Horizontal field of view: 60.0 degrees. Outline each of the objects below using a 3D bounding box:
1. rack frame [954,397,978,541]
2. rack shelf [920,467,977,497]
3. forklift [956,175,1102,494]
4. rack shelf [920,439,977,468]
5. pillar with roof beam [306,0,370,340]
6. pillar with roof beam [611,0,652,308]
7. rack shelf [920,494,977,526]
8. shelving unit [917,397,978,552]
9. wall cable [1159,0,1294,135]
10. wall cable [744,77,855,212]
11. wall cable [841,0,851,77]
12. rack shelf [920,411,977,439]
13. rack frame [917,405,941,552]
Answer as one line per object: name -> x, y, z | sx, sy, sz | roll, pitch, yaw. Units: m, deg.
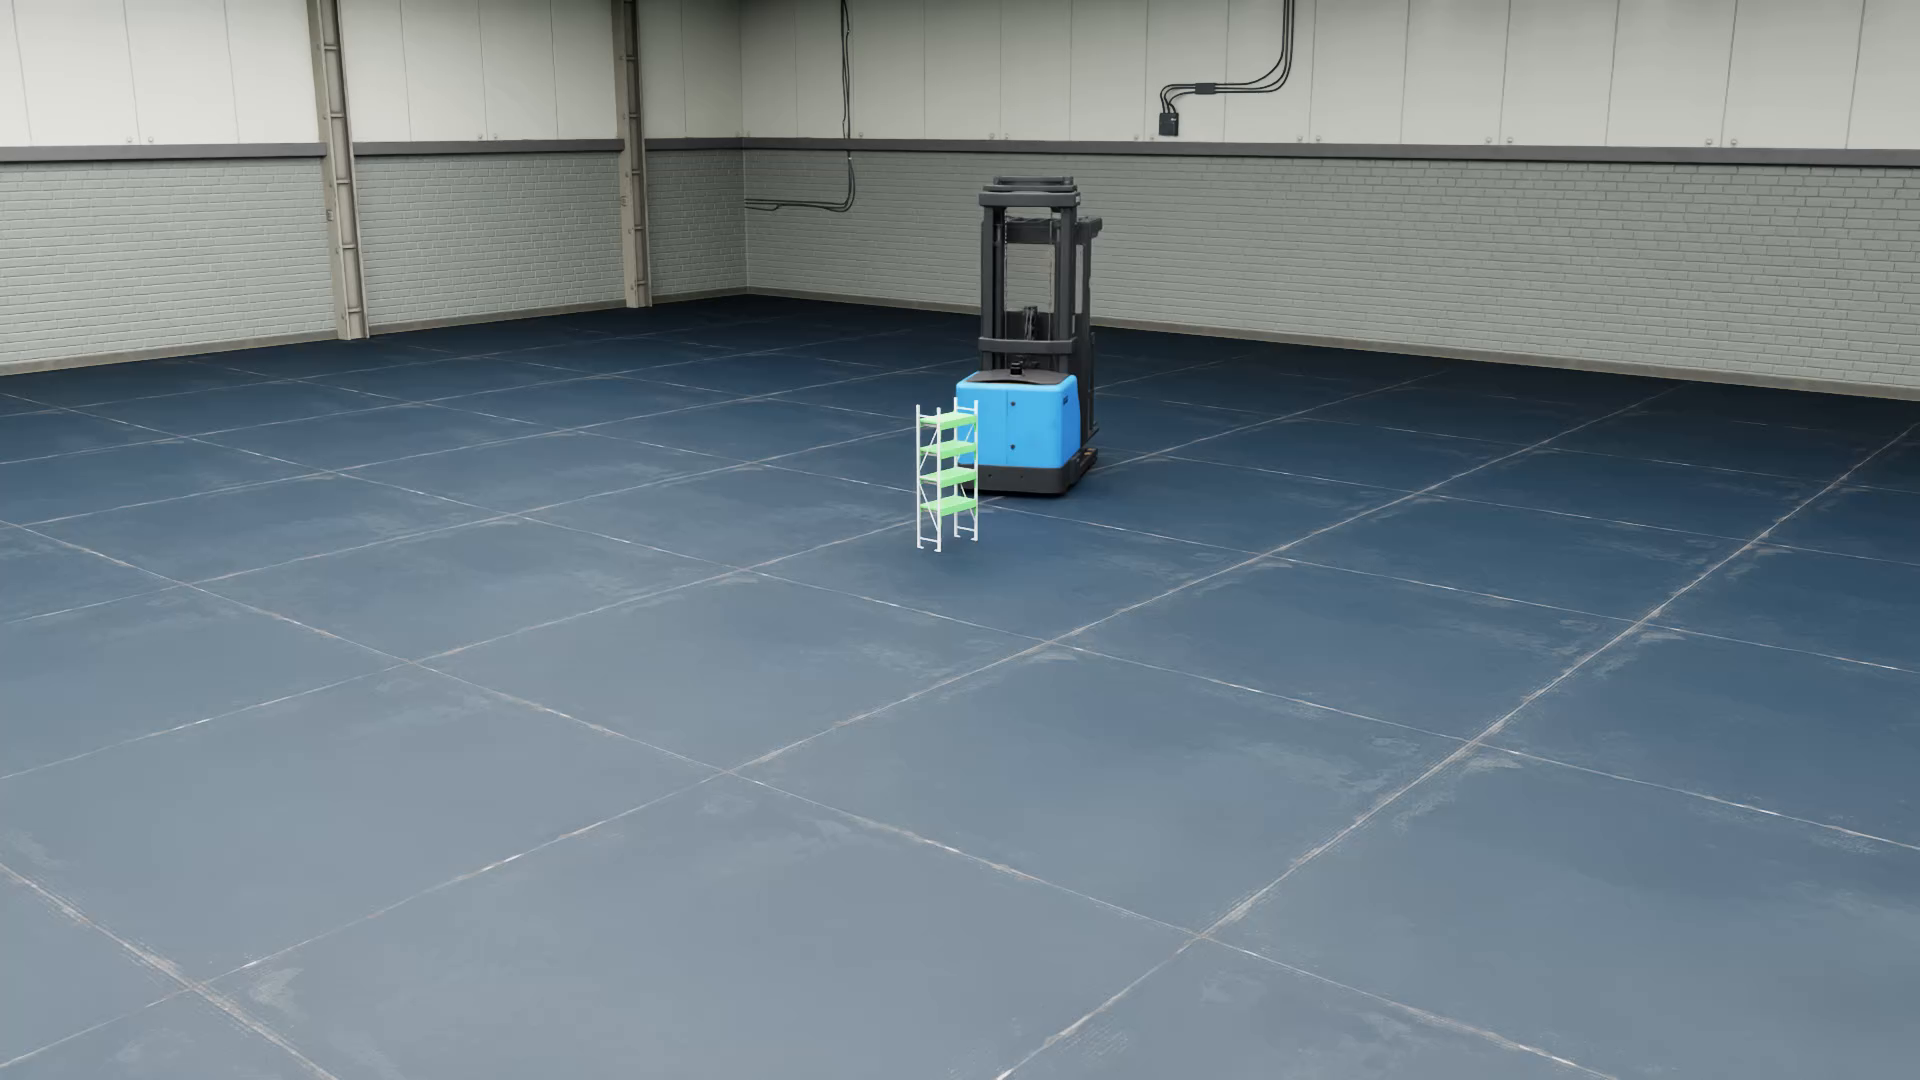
rack frame -> 0.049, -0.597, 14.034 | 0.240, 1.200, 0.015 | 11, 18, 38
rack shelf -> -0.104, -0.488, 13.866 | 0.258, 0.148, 0.480 | 11, 18, 38
forklift -> 0.805, -2.172, 16.719 | 1.130, 2.935, 3.031 | 4, 15, 14
rack shelf -> -0.104, -0.721, 13.807 | 0.258, 0.148, 0.480 | 11, 18, 38
pillar with roof beam -> -6.520, -6.982, 23.330 | 9.100, 9.000, 0.400 | 11, 18, 38
pillar with roof beam -> -2.749, -8.131, 27.853 | 9.100, 9.000, 0.400 | 11, 18, 38
rack shelf -> -0.104, -0.255, 13.925 | 0.258, 0.148, 0.480 | 11, 18, 38
shelving unit -> -0.104, -0.550, 13.850 | 0.258, 1.200, 0.503 | 11, 18, 38
wall cable -> 4.156, -9.333, 25.677 | 2.305, 6.003, 0.169 | 11, 18, 38
wall cable -> -3.218, -7.652, 32.273 | 3.097, 2.526, 0.112 | 11, 18, 38
wall cable -> -1.113, -9.681, 30.003 | 3.097, 2.526, 0.112 | 11, 18, 38
rack shelf -> -0.104, -0.953, 13.748 | 0.258, 0.148, 0.480 | 11, 18, 38
rack frame -> -0.257, -0.503, 13.666 | 0.240, 1.200, 0.015 | 11, 18, 38
